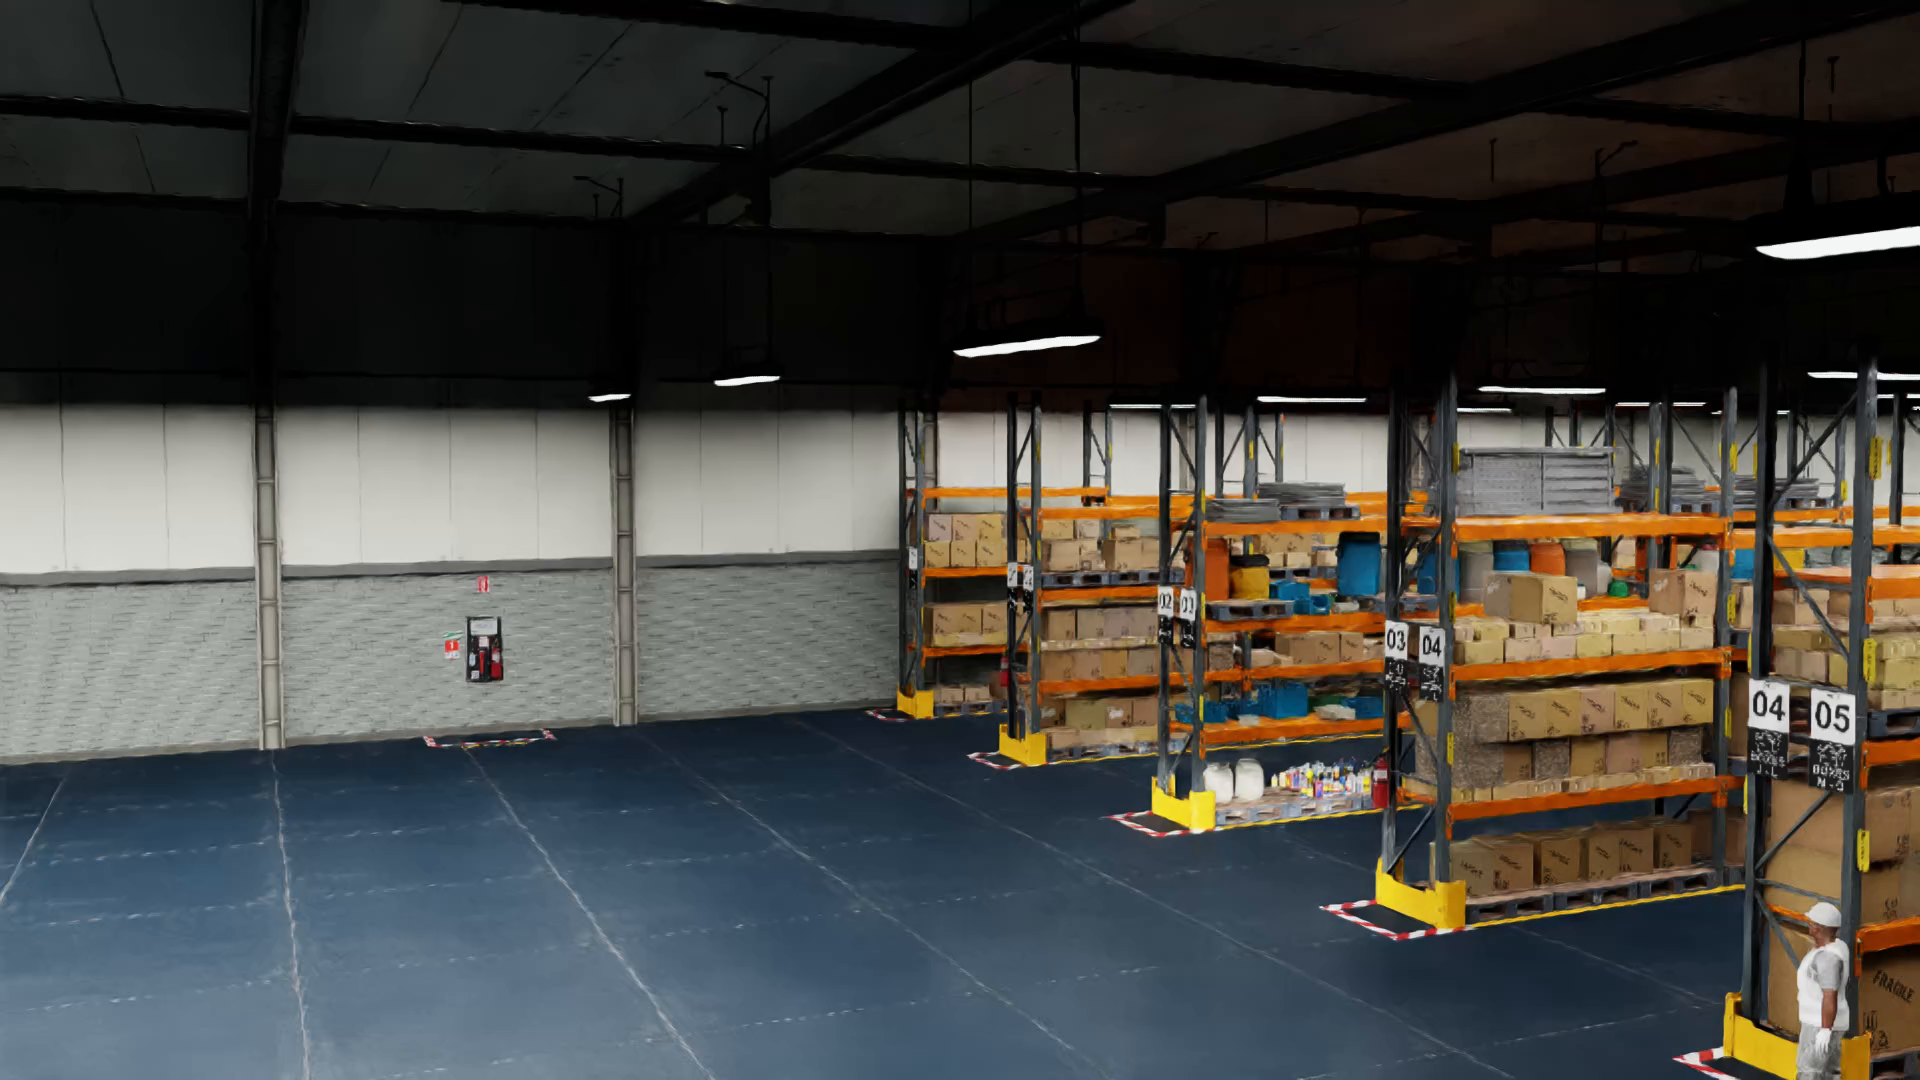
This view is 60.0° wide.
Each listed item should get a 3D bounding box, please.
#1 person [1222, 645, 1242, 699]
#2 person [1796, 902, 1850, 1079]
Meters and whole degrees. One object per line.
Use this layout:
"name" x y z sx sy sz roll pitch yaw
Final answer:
"person" 5.028 2.514 30.660 0.569 1.726 0.677 -2 4 -25
"person" 6.341 3.550 12.160 0.398 1.780 0.652 2 4 34
